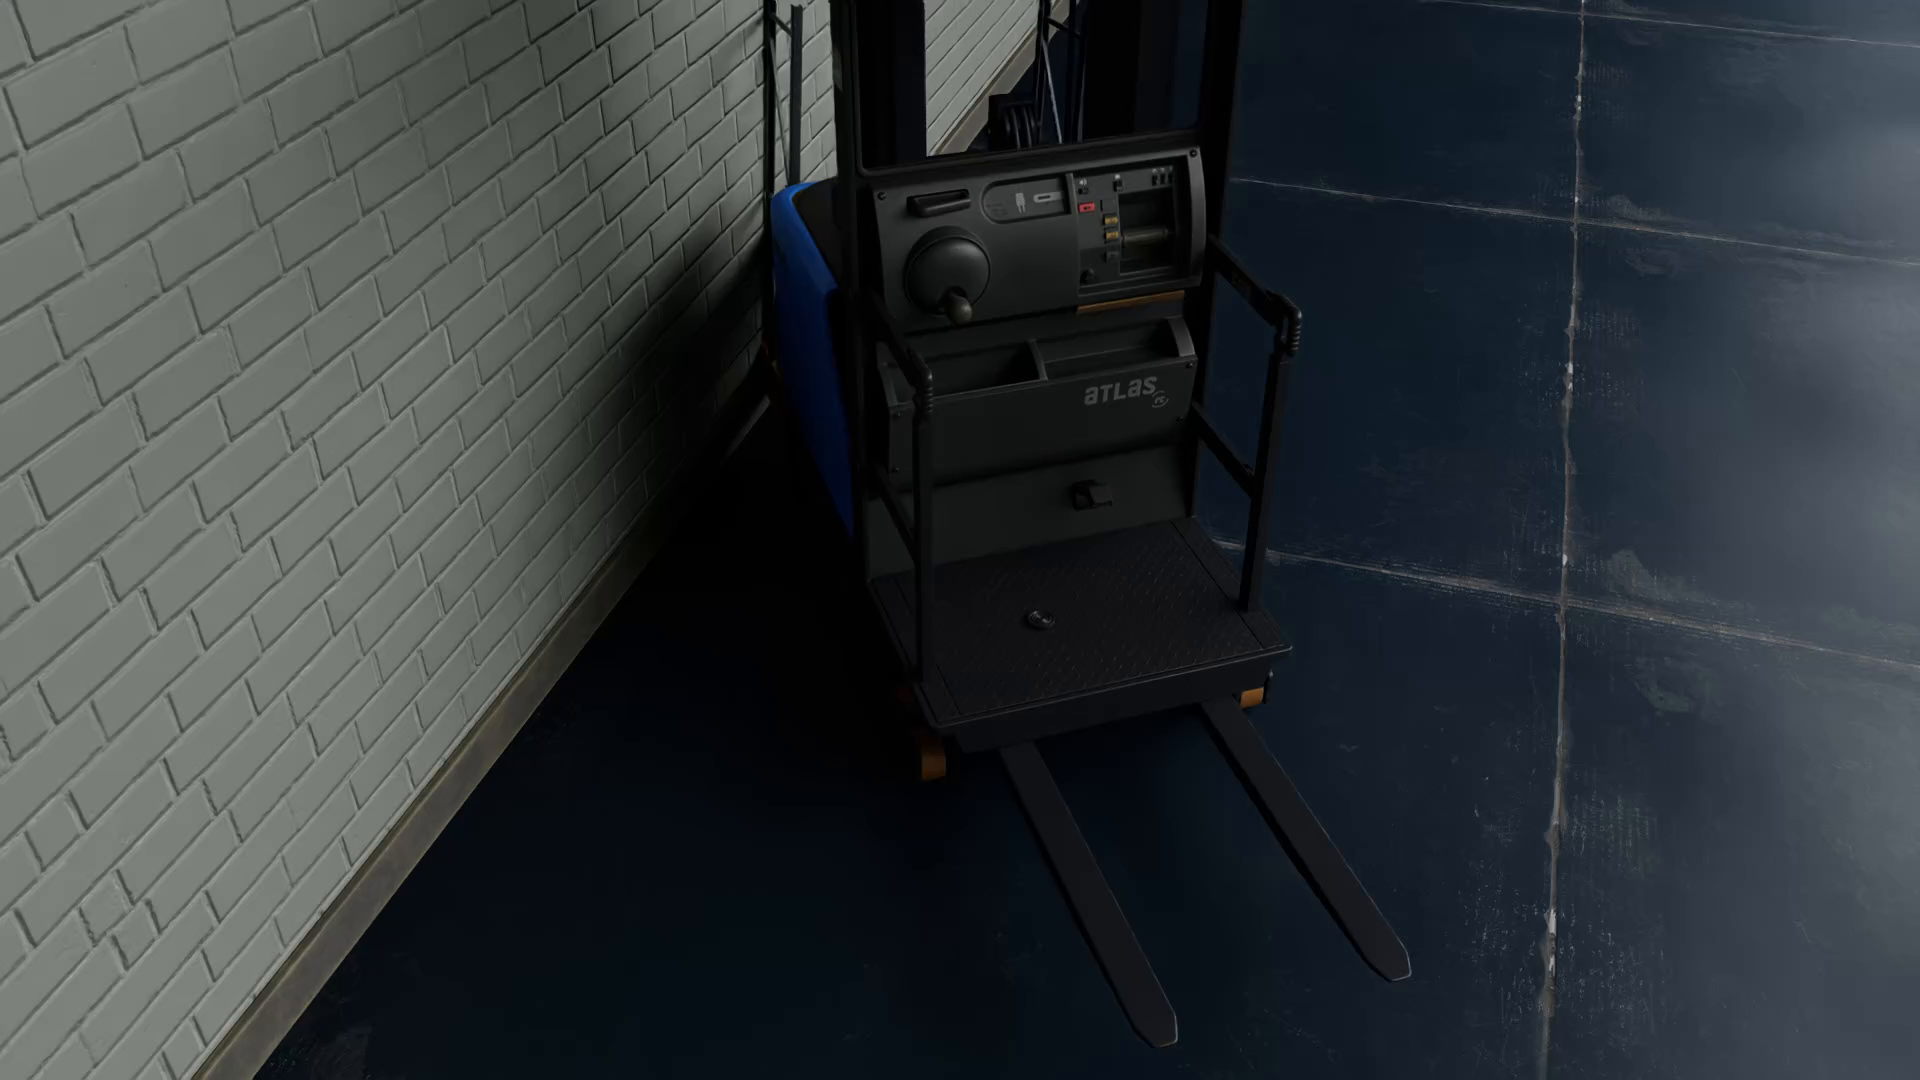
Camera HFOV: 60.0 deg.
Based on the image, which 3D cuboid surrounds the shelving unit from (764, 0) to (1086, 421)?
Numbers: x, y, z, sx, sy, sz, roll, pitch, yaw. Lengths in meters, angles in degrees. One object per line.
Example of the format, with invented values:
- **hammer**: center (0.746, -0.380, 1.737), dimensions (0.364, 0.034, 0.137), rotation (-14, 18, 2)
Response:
- **shelving unit**: center (-0.144, -1.211, 6.084), dimensions (1.083, 1.500, 0.587), rotation (-5, 28, -16)

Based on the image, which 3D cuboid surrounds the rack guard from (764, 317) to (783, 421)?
- **rack guard**: center (-0.658, -0.617, 6.226), dimensions (0.087, 0.250, 0.587), rotation (-5, 28, -16)

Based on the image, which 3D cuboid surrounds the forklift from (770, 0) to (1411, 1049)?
- **forklift**: center (0.292, -0.754, 4.302), dimensions (1.130, 2.935, 3.031), rotation (-11, 38, -14)

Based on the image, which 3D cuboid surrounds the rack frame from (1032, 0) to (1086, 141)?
- **rack frame**: center (0.334, -1.249, 6.223), dimensions (0.032, 1.500, 0.500), rotation (-5, 28, -16)

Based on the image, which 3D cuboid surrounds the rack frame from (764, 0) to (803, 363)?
- **rack frame**: center (-0.639, -1.172, 5.940), dimensions (0.032, 1.500, 0.500), rotation (-5, 28, -16)
